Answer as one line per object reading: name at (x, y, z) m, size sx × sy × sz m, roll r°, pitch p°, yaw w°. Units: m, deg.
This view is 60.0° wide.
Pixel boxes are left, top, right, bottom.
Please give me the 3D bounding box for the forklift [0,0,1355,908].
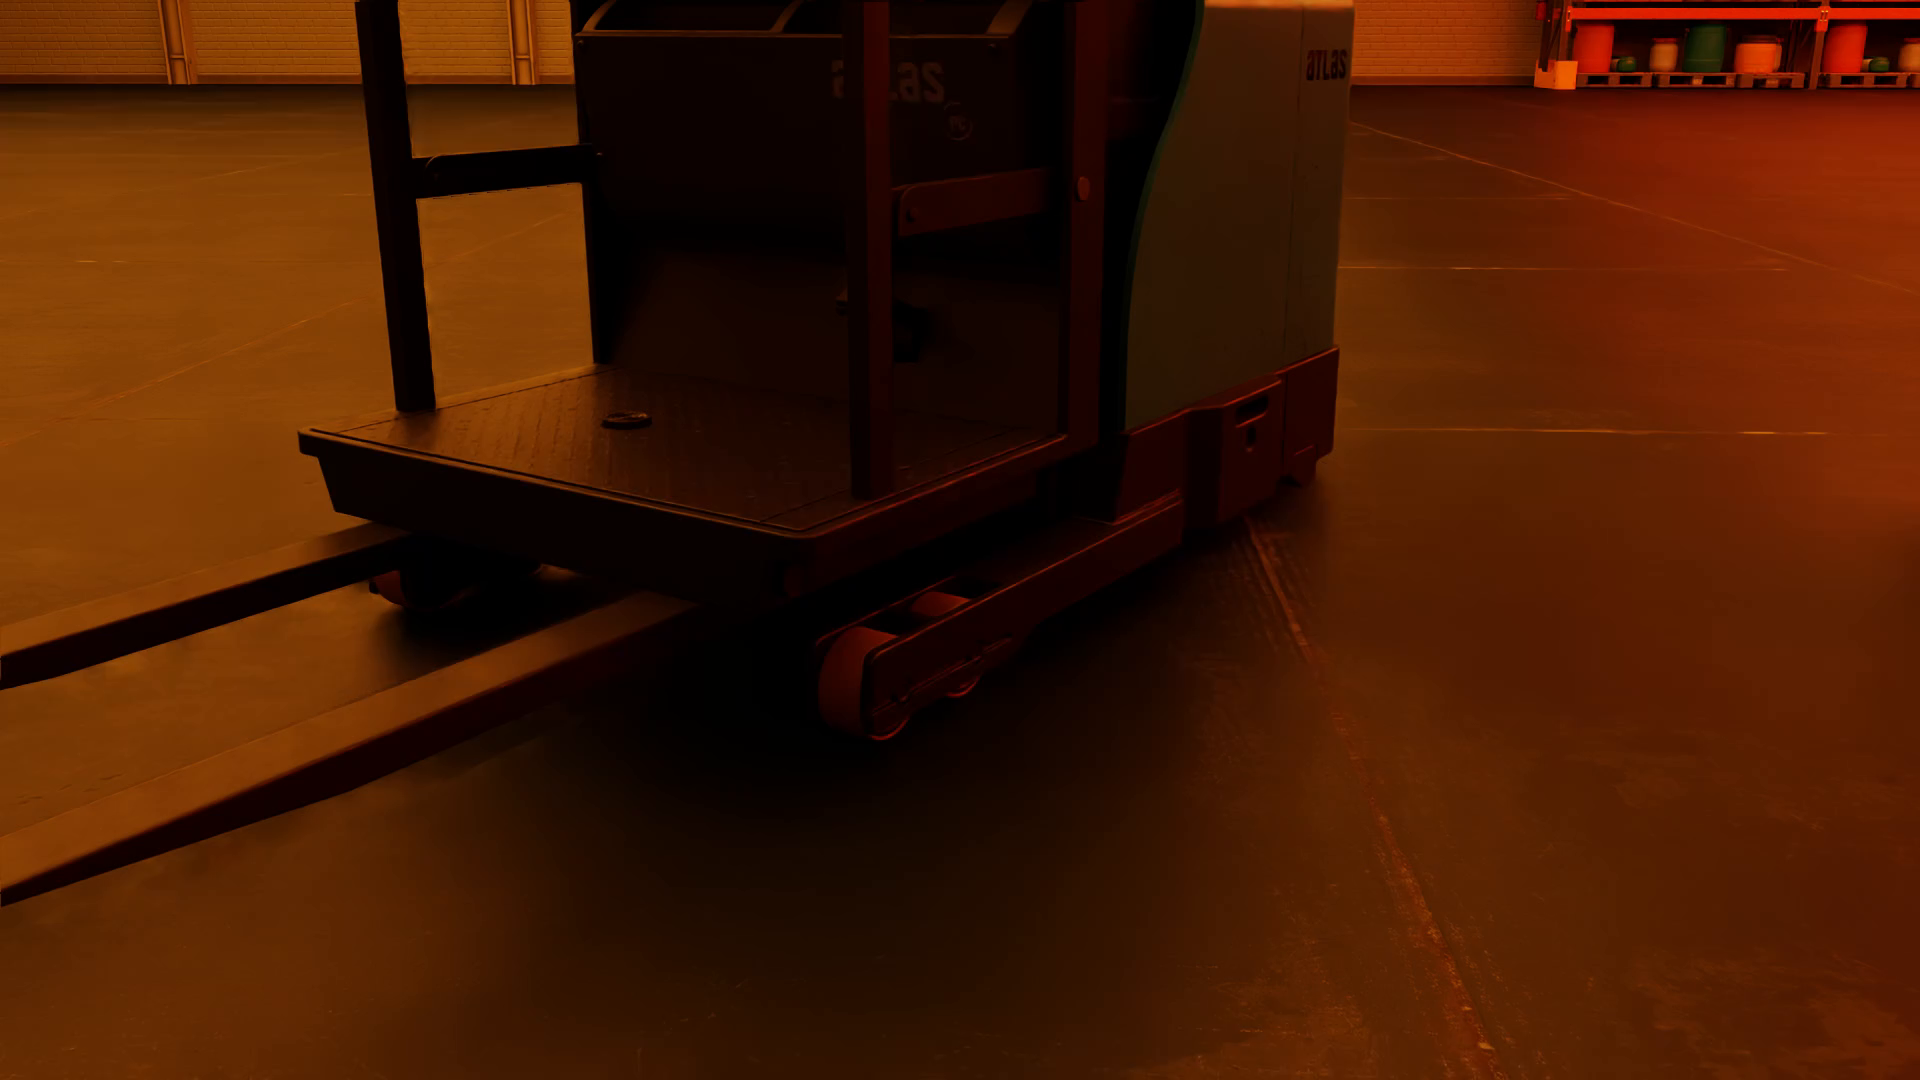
forklift at (-0.387, -1.266, 2.506) m, size 1.130 × 2.935 × 3.031 m, roll 11°, pitch 21°, yaw 32°
